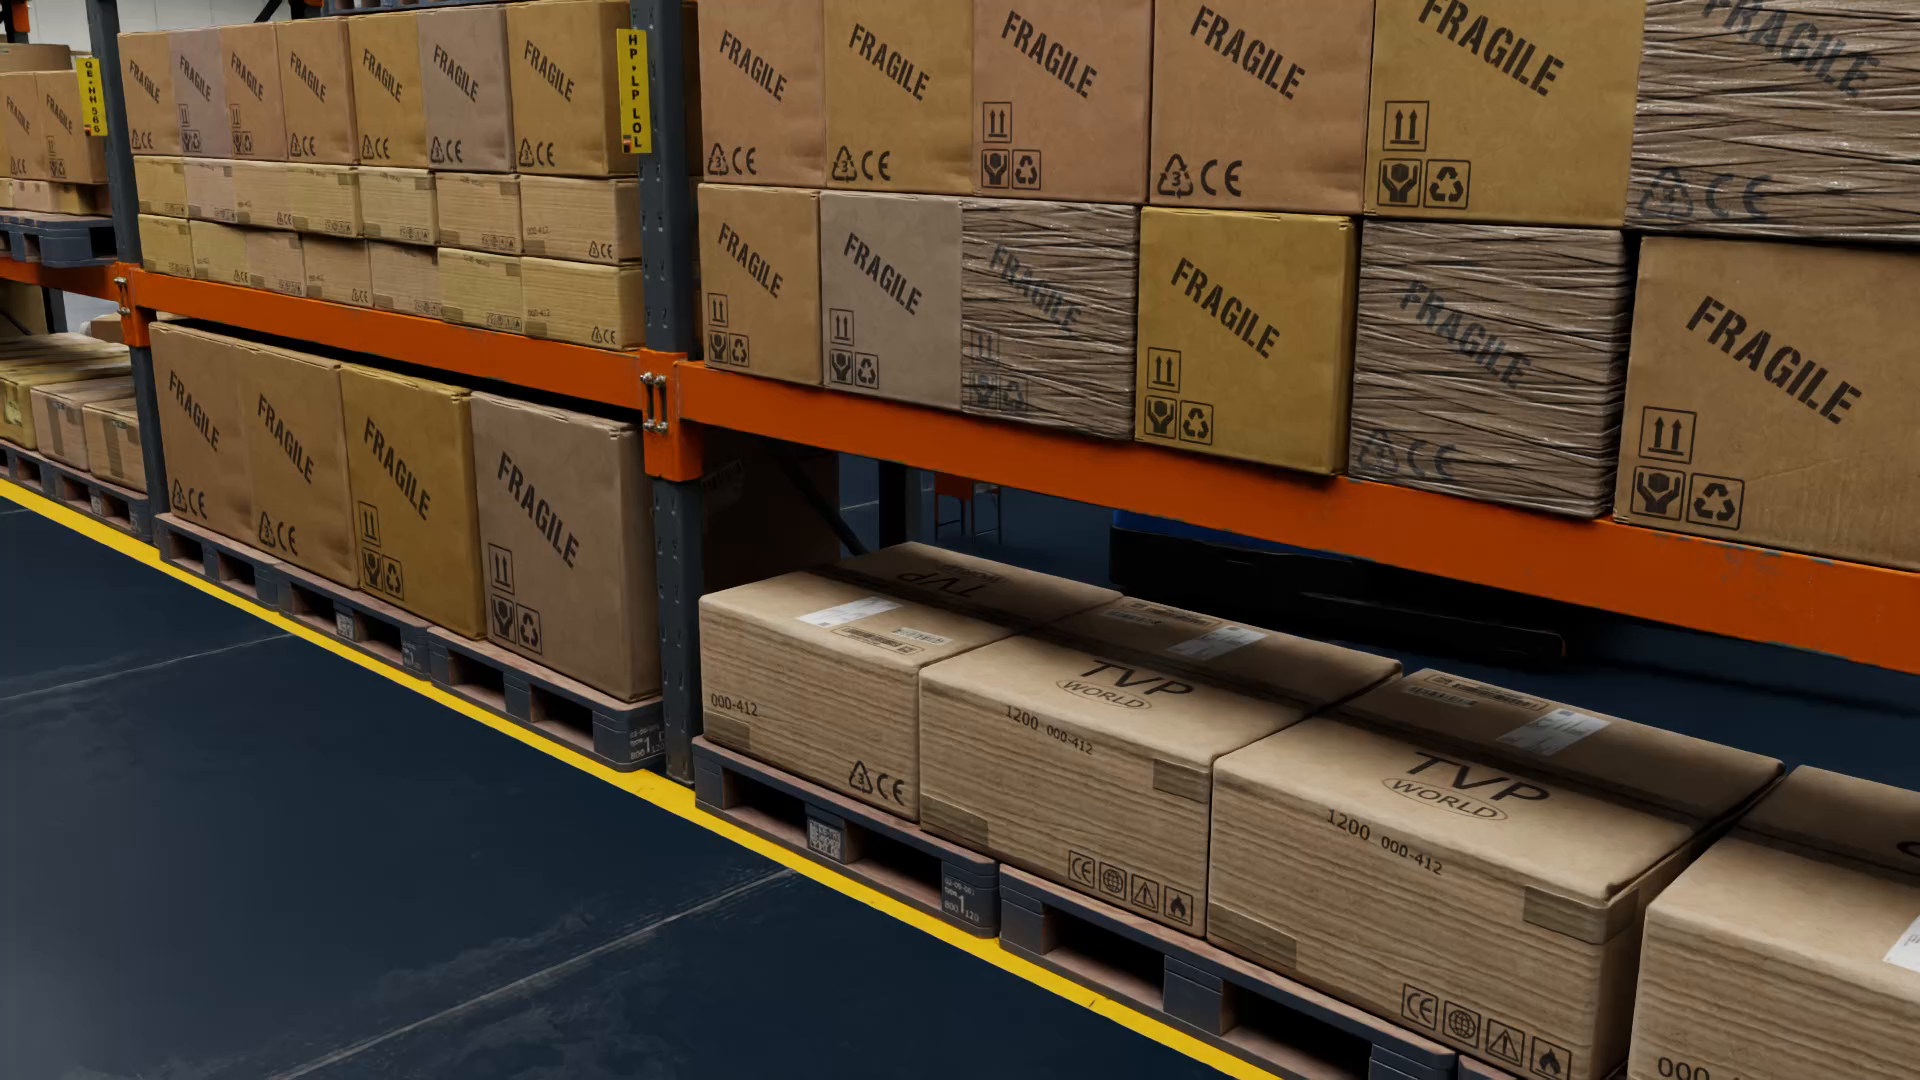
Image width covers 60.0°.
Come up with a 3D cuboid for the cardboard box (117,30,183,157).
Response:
[{"bbox_3d":[-3.209,-1.901,7.097,0.500,0.500,0.500,13,19,40],"label":"cardboard box"}]

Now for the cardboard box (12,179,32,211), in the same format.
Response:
[{"bbox_3d":[-4.425,-1.711,8.215,0.250,0.149,0.380,12,19,40],"label":"cardboard box"}]

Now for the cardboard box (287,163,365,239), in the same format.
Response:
[{"bbox_3d":[-2.123,-1.264,6.140,0.500,0.250,0.500,14,20,43],"label":"cardboard box"}]

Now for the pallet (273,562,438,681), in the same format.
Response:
[{"bbox_3d":[-2.005,0.215,6.688,1.213,0.211,1.003,14,20,42],"label":"pallet"}]

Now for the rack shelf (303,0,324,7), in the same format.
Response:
[{"bbox_3d":[-1.955,-2.253,6.107,4.000,0.370,1.077,14,20,42],"label":"rack shelf"}]

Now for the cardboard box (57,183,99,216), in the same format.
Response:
[{"bbox_3d":[-4.037,-1.630,7.902,0.250,0.149,0.380,14,20,43],"label":"cardboard box"}]

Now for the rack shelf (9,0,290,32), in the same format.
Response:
[{"bbox_3d":[-4.834,-2.953,8.794,4.000,0.370,1.077,14,20,42],"label":"rack shelf"}]

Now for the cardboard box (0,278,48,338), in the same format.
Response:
[{"bbox_3d":[-6.511,-1.587,11.208,0.500,0.500,0.500,-13,20,-42],"label":"cardboard box"}]

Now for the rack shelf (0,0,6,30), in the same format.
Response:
[{"bbox_3d":[-7.714,-3.653,11.480,4.000,0.370,1.077,14,20,42],"label":"rack shelf"}]

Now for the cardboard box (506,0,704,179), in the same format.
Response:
[{"bbox_3d":[-1.011,-1.364,5.038,0.500,0.500,0.500,-14,20,-42],"label":"cardboard box"}]

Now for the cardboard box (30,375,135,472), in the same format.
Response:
[{"bbox_3d":[-4.331,-0.659,8.893,0.625,0.372,0.950,13,20,41],"label":"cardboard box"}]

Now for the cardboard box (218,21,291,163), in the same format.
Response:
[{"bbox_3d":[-2.483,-1.723,6.413,0.500,0.500,0.500,-14,20,-43],"label":"cardboard box"}]

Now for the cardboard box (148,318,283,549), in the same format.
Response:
[{"bbox_3d":[-2.955,-0.539,7.431,0.875,0.875,0.875,13,20,42],"label":"cardboard box"}]

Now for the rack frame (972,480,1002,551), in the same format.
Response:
[{"bbox_3d":[0.126,-0.477,7.682,0.008,1.050,0.200,14,20,42],"label":"rack frame"}]

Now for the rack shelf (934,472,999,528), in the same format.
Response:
[{"bbox_3d":[0.039,-0.219,7.837,0.240,0.259,0.215,14,20,42],"label":"rack shelf"}]

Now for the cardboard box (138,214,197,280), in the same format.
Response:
[{"bbox_3d":[-3.217,-1.296,7.253,0.500,0.250,0.500,13,20,41],"label":"cardboard box"}]

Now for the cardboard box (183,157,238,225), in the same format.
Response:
[{"bbox_3d":[-2.830,-1.445,6.833,0.500,0.250,0.500,-14,20,-43],"label":"cardboard box"}]

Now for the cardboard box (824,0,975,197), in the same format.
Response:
[{"bbox_3d":[0.019,-1.115,4.080,0.500,0.500,0.500,13,20,41],"label":"cardboard box"}]

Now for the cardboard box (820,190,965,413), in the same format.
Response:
[{"bbox_3d":[0.001,-0.629,4.200,0.500,0.500,0.500,14,20,43],"label":"cardboard box"}]

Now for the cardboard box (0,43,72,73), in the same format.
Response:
[{"bbox_3d":[-4.768,-2.444,8.455,0.250,0.149,0.380,12,19,40],"label":"cardboard box"}]

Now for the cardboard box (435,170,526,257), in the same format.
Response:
[{"bbox_3d":[-1.366,-1.088,5.464,0.500,0.250,0.500,-14,20,-43],"label":"cardboard box"}]

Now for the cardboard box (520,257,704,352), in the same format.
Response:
[{"bbox_3d":[-1.013,-0.760,5.196,0.500,0.250,0.500,13,19,41],"label":"cardboard box"}]

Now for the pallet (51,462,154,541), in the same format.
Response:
[{"bbox_3d":[-3.956,-0.287,8.615,1.213,0.211,1.003,14,20,42],"label":"pallet"}]

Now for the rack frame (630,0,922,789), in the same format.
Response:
[{"bbox_3d":[-0.515,-0.799,5.051,0.127,3.000,1.000,14,20,42],"label":"rack frame"}]

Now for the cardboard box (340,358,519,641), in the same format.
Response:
[{"bbox_3d":[-1.672,-0.225,6.228,0.875,0.875,0.875,-14,20,-43],"label":"cardboard box"}]

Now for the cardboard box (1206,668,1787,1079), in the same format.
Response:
[{"bbox_3d":[1.156,0.681,3.617,0.875,0.438,0.875,-14,20,-43],"label":"cardboard box"}]

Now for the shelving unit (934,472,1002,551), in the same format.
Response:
[{"bbox_3d":[0.039,-0.499,7.764,0.252,1.050,0.215,14,20,42],"label":"shelving unit"}]

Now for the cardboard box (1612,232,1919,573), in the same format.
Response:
[{"bbox_3d":[1.483,-0.275,2.839,0.500,0.500,0.500,13,20,41],"label":"cardboard box"}]

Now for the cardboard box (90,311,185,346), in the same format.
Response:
[{"bbox_3d":[-6.101,-1.426,12.407,0.500,0.500,0.500,-2,15,-6],"label":"cardboard box"}]

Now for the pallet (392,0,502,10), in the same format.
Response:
[{"bbox_3d":[-4.366,-4.883,14.950,1.213,0.211,1.003,14,20,42],"label":"pallet"}]

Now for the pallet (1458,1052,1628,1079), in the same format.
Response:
[{"bbox_3d":[1.735,1.124,3.199,1.213,0.211,1.003,14,20,42],"label":"pallet"}]

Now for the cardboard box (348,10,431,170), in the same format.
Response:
[{"bbox_3d":[-1.740,-1.546,5.734,0.500,0.500,0.500,-14,20,-43],"label":"cardboard box"}]

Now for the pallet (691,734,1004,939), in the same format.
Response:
[{"bbox_3d":[-0.022,0.697,4.837,1.213,0.211,1.003,14,20,42],"label":"pallet"}]

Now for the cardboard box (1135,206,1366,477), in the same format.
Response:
[{"bbox_3d":[0.725,-0.451,3.515,0.500,0.500,0.500,-14,20,-43],"label":"cardboard box"}]

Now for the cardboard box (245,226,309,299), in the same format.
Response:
[{"bbox_3d":[-2.461,-1.116,6.564,0.500,0.250,0.500,-14,20,-42],"label":"cardboard box"}]

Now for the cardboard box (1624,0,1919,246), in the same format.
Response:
[{"bbox_3d":[1.456,-0.759,2.714,0.500,0.500,0.500,14,20,42],"label":"cardboard box"}]

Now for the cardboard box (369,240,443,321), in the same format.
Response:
[{"bbox_3d":[-1.728,-0.941,5.891,0.500,0.250,0.500,13,19,41],"label":"cardboard box"}]

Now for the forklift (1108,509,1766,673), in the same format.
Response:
[{"bbox_3d":[2.151,-1.086,6.288,3.031,2.935,1.130,9,17,30],"label":"forklift"}]

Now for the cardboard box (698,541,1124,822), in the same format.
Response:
[{"bbox_3d":[-0.137,0.367,4.825,0.875,0.438,0.875,13,20,41],"label":"cardboard box"}]

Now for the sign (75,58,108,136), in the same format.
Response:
[{"bbox_3d":[-3.764,-1.921,7.217,0.005,0.325,0.100,14,20,42],"label":"sign"}]

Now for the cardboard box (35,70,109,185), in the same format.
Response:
[{"bbox_3d":[-3.914,-1.924,7.746,0.500,0.500,0.500,13,19,41],"label":"cardboard box"}]

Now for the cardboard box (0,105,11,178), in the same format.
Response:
[{"bbox_3d":[-4.658,-2.101,8.424,0.500,0.500,0.500,12,19,38],"label":"cardboard box"}]

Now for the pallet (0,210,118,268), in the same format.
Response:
[{"bbox_3d":[-3.981,-1.512,8.166,1.003,0.211,1.213,14,20,42],"label":"pallet"}]

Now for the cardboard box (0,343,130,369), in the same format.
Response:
[{"bbox_3d":[-5.375,-0.915,9.872,0.950,0.372,0.625,-13,19,-41],"label":"cardboard box"}]

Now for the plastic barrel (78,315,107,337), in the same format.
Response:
[{"bbox_3d":[-6.616,-1.566,13.103,0.512,0.421,0.421,-2,15,-6],"label":"plastic barrel"}]

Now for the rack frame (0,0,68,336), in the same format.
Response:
[{"bbox_3d":[-6.274,-2.200,10.424,0.127,3.000,1.000,14,20,42],"label":"rack frame"}]

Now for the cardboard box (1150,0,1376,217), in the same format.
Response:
[{"bbox_3d":[0.741,-0.934,3.388,0.500,0.500,0.500,13,20,42],"label":"cardboard box"}]
